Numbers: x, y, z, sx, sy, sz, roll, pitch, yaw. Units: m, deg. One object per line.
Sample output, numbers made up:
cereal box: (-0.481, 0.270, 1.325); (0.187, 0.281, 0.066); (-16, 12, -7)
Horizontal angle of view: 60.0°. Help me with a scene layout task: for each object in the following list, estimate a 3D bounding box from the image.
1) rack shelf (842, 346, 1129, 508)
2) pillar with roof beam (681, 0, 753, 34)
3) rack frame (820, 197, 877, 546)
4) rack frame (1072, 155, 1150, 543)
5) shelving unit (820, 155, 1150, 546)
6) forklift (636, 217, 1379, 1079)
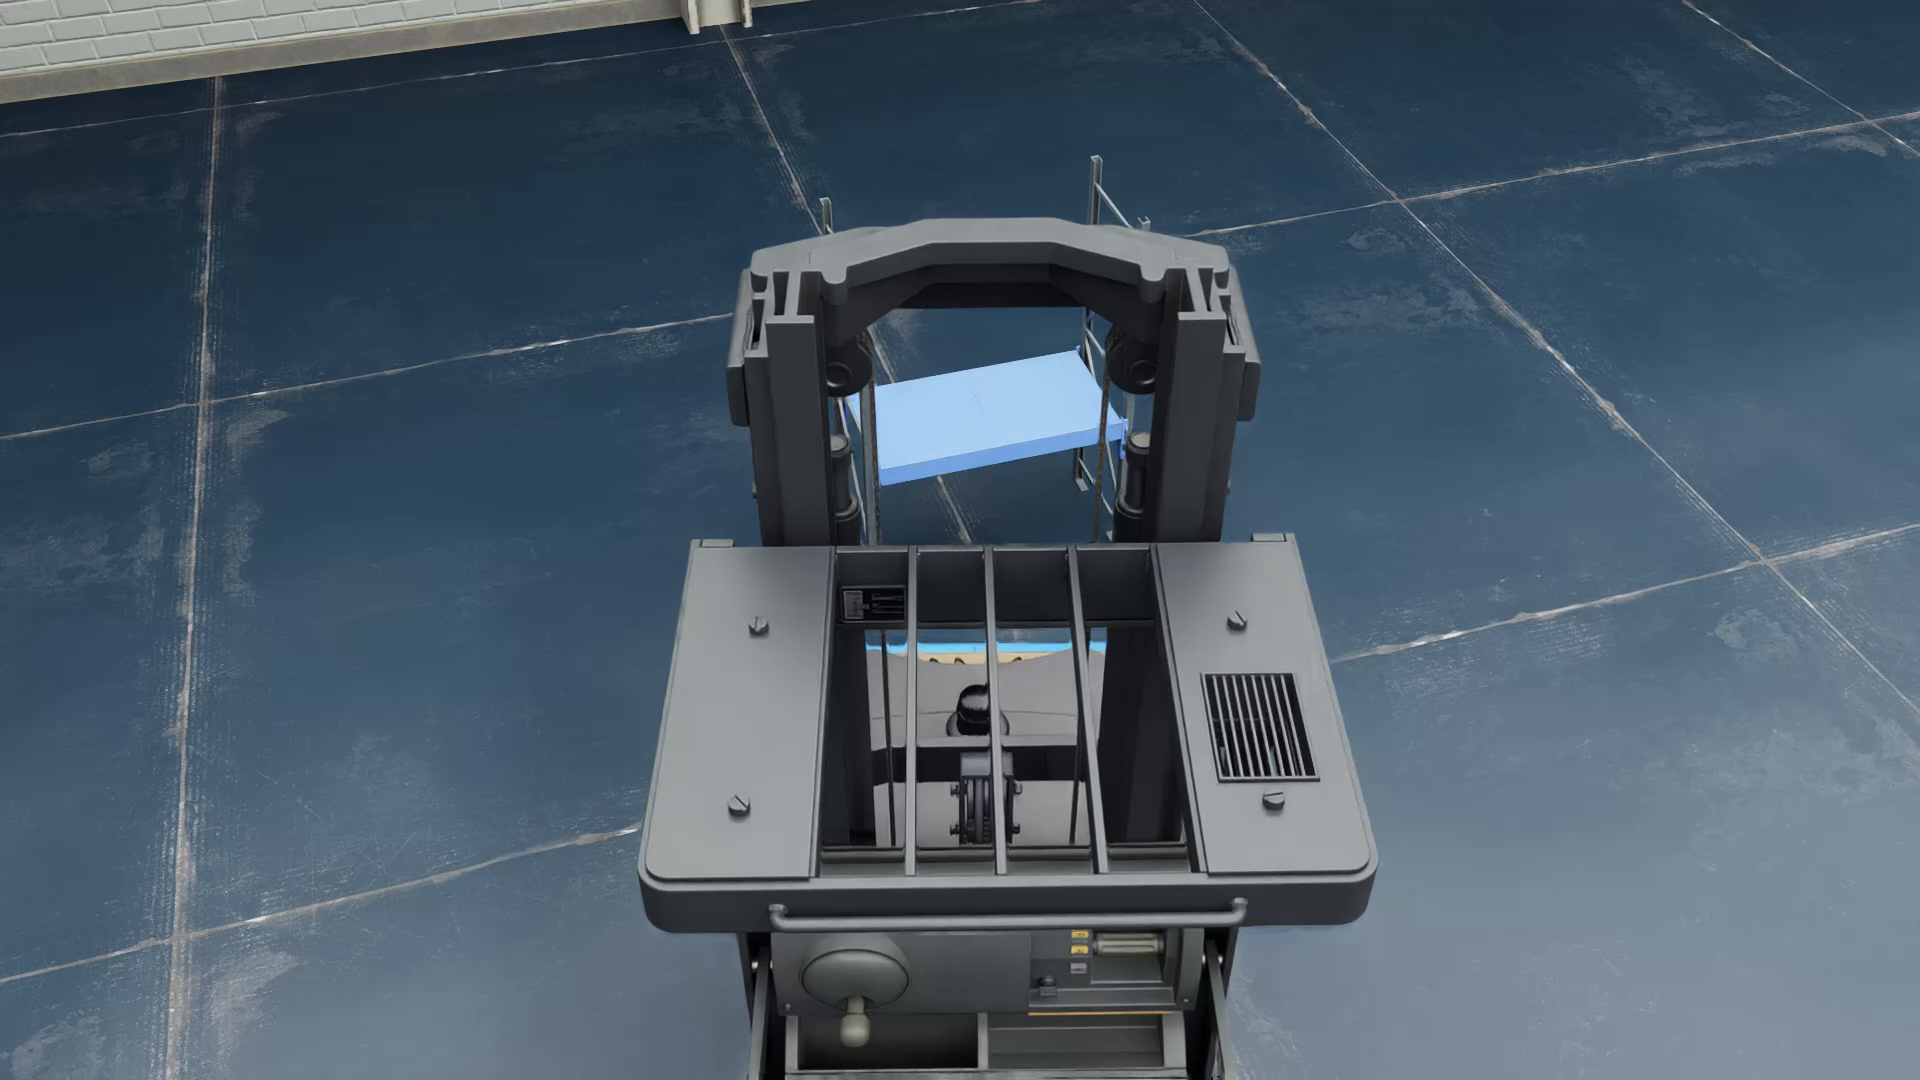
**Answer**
rack shelf: (0.081, -0.446, 6.394); (1.000, 0.185, 0.538); (-12, 42, -13)
pillar with roof beam: (-0.242, -3.972, 4.457); (0.400, 9.000, 9.100); (-12, 42, -13)
rack frame: (-0.404, -0.481, 6.161); (0.032, 1.500, 0.500); (-12, 42, -13)
rack frame: (0.566, -0.682, 6.391); (0.032, 1.500, 0.500); (-12, 42, -13)
shelving unit: (0.081, -0.582, 6.276); (1.048, 1.500, 0.538); (-12, 42, -13)
forklift: (0.065, 0.966, 3.416); (1.130, 2.935, 3.031); (-1, 41, -1)
